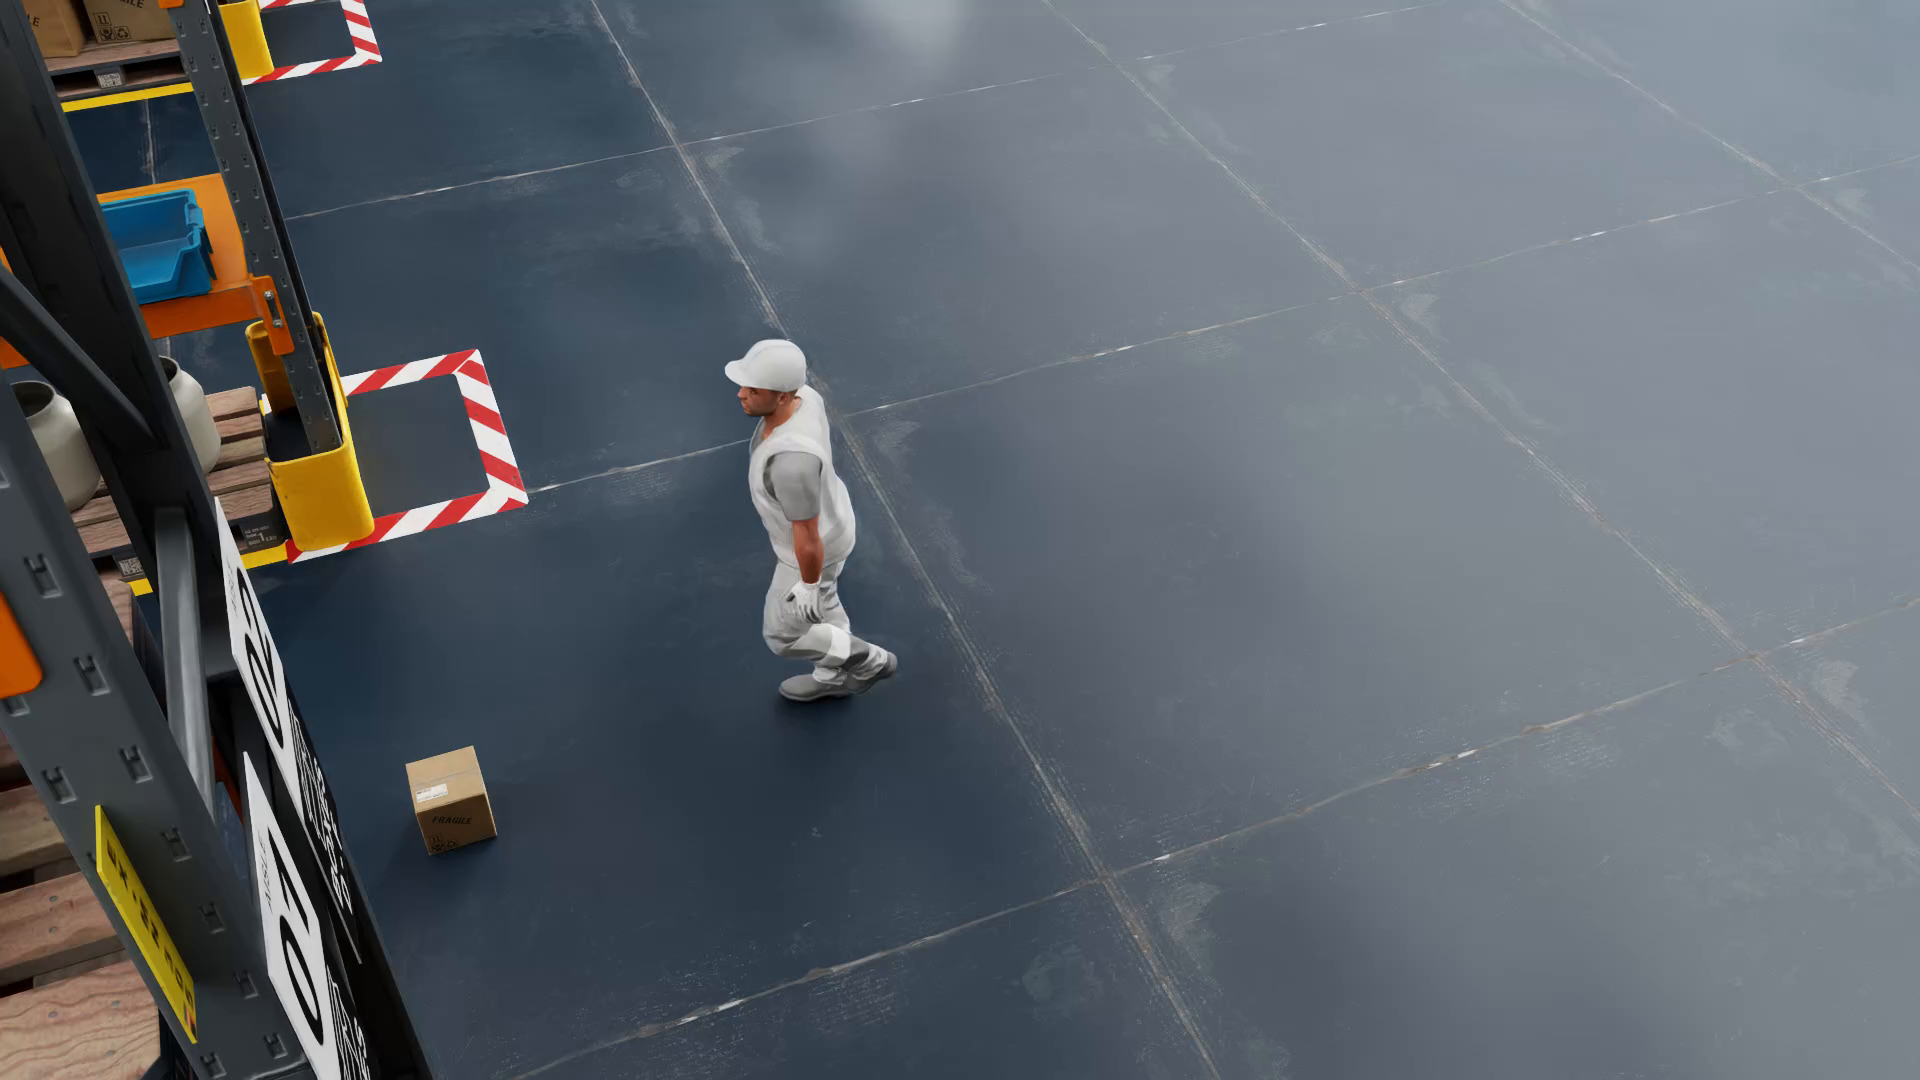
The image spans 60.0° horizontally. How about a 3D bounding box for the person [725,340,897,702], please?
[{"bbox_3d":[-0.518,0.008,6.119,0.542,1.771,0.597,-4,42,-5],"label":"person"}]
